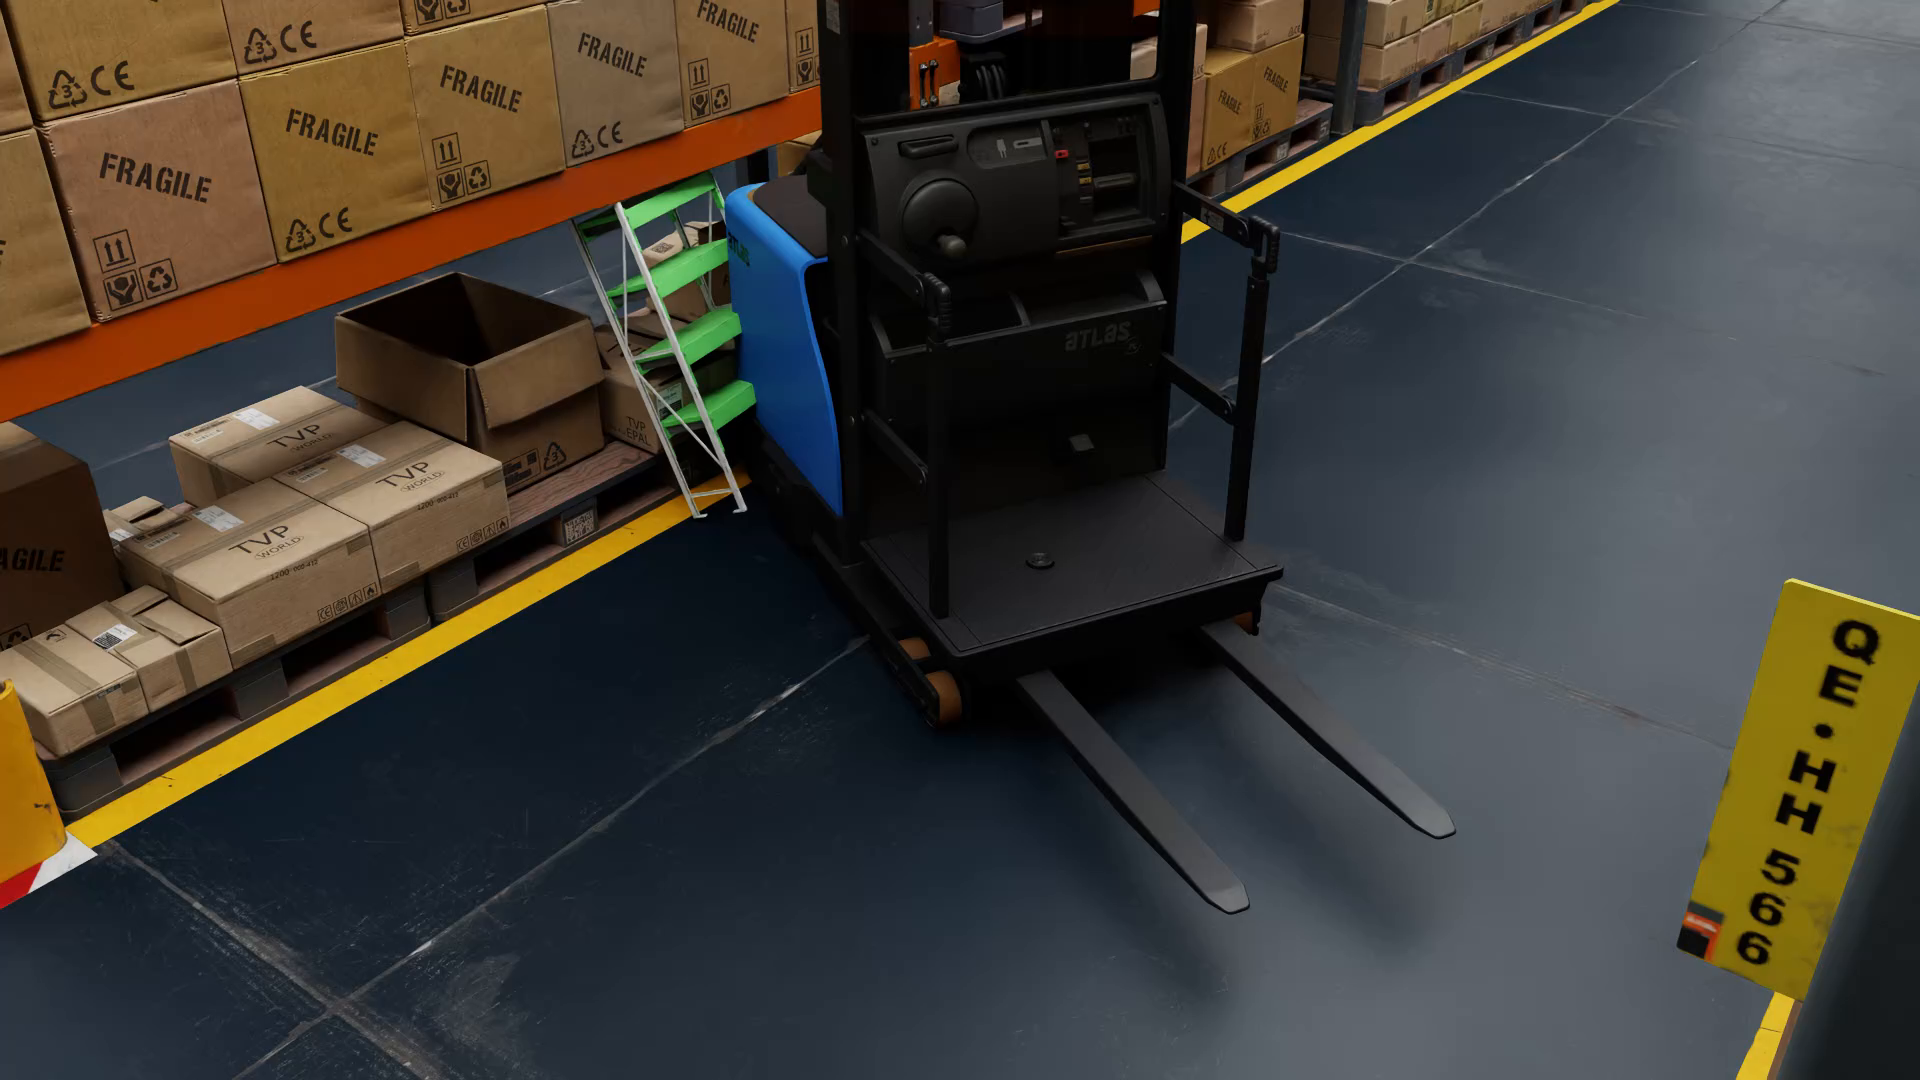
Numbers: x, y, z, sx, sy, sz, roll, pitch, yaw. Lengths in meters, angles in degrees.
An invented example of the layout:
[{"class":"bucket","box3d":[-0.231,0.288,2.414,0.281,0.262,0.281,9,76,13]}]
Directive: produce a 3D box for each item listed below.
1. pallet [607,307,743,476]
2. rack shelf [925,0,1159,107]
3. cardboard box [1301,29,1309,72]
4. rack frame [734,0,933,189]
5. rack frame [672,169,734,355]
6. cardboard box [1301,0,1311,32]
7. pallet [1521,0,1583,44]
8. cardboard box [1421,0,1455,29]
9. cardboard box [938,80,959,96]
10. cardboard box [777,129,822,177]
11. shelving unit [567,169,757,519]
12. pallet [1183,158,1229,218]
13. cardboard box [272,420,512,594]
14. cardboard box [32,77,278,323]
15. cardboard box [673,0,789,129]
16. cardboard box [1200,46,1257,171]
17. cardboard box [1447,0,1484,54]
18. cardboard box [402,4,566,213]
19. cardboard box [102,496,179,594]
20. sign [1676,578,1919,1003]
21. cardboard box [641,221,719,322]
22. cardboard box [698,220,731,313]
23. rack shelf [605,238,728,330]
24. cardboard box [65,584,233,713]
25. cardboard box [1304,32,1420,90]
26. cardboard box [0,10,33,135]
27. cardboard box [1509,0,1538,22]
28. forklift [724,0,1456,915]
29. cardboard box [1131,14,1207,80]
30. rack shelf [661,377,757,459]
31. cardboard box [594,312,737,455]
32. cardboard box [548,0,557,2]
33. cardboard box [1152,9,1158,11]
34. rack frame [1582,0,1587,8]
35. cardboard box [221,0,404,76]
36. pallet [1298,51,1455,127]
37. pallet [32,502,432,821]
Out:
[{"class":"pallet","box3d":[-0.952,-0.718,6.754,1.003,0.211,1.213,21,37,31]},{"class":"rack shelf","box3d":[0.670,-2.700,8.069,1.077,0.370,4.000,21,37,31]},{"class":"cardboard box","box3d":[2.001,-3.109,10.339,0.500,0.250,0.500,22,37,32]},{"class":"rack frame","box3d":[-0.537,-2.196,6.514,1.000,3.000,0.127,21,37,31]},{"class":"rack frame","box3d":[-0.804,-0.843,5.960,0.240,1.200,0.015,-7,23,34]},{"class":"cardboard box","box3d":[1.998,-3.350,10.195,0.500,0.311,0.500,22,37,33]},{"class":"pallet","box3d":[3.879,-3.937,12.186,1.003,0.211,1.213,21,37,31]},{"class":"cardboard box","box3d":[2.738,-3.400,10.279,0.500,0.311,0.500,20,36,30]},{"class":"cardboard box","box3d":[0.141,-2.001,8.204,0.500,0.500,0.500,22,37,32]},{"class":"cardboard box","box3d":[-0.467,-1.599,7.526,0.500,0.500,0.500,21,37,31]},{"class":"shelving unit","box3d":[-0.917,-0.732,5.774,0.258,1.200,0.503,-7,23,34]},{"class":"pallet","box3d":[0.660,-1.837,8.643,1.003,0.211,1.213,21,37,31]},{"class":"cardboard box","box3d":[-1.793,-0.117,5.271,0.500,0.250,0.500,21,37,31]},{"class":"cardboard box","box3d":[-2.166,-0.924,4.269,0.500,0.500,0.500,21,36,31]},{"class":"cardboard box","box3d":[-0.944,-1.747,5.658,0.500,0.500,0.500,22,37,33]},{"class":"cardboard box","box3d":[1.188,-2.273,8.664,0.500,0.500,0.500,20,36,30]},{"class":"cardboard box","box3d":[3.040,-3.360,10.763,0.500,0.250,0.500,20,36,30]},{"class":"cardboard box","box3d":[-1.558,-1.330,4.953,0.500,0.500,0.500,22,37,32]},{"class":"cardboard box","box3d":[-2.503,0.026,5.112,0.380,0.166,0.250,21,37,31]},{"class":"sign","box3d":[0.576,0.180,1.136,0.100,0.325,0.005,21,37,31]},{"class":"cardboard box","box3d":[-0.963,-1.125,6.911,0.500,0.311,0.500,21,37,31]},{"class":"cardboard box","box3d":[-0.655,-0.991,6.501,0.500,0.500,0.500,21,37,31]},{"class":"rack shelf","box3d":[-0.974,-0.888,5.716,0.258,0.148,0.480,-7,23,34]},{"class":"cardboard box","box3d":[-2.274,0.293,4.661,0.380,0.166,0.250,21,37,31]},{"class":"cardboard box","box3d":[2.428,-2.942,10.058,0.500,0.250,0.500,21,37,31]},{"class":"cardboard box","box3d":[-2.473,-1.143,3.657,0.500,0.500,0.500,22,37,33]},{"class":"cardboard box","box3d":[3.658,-3.775,11.462,0.500,0.250,0.500,22,37,32]},{"class":"forklift","box3d":[0.271,-0.972,4.516,1.130,2.935,3.031,-14,33,-22]},{"class":"cardboard box","box3d":[0.855,-2.365,8.083,0.500,0.250,0.500,20,36,30]},{"class":"rack shelf","box3d":[-0.817,-0.463,5.875,0.258,0.148,0.480,-7,23,34]},{"class":"cardboard box","box3d":[-1.107,-0.605,6.035,0.500,0.311,0.500,21,37,31]},{"class":"cardboard box","box3d":[-1.247,-1.970,5.054,0.500,0.500,0.500,21,37,32]},{"class":"cardboard box","box3d":[1.375,-2.839,9.618,0.500,0.500,0.500,23,38,33]},{"class":"rack frame","box3d":[4.292,-5.448,12.001,1.000,3.000,0.127,21,37,31]},{"class":"cardboard box","box3d":[-1.858,-1.559,4.360,0.500,0.500,0.500,22,37,32]},{"class":"pallet","box3d":[2.406,-2.945,10.512,1.003,0.211,1.213,21,37,31]},{"class":"pallet","box3d":[-2.425,0.274,5.081,1.003,0.211,1.213,21,37,31]}]
